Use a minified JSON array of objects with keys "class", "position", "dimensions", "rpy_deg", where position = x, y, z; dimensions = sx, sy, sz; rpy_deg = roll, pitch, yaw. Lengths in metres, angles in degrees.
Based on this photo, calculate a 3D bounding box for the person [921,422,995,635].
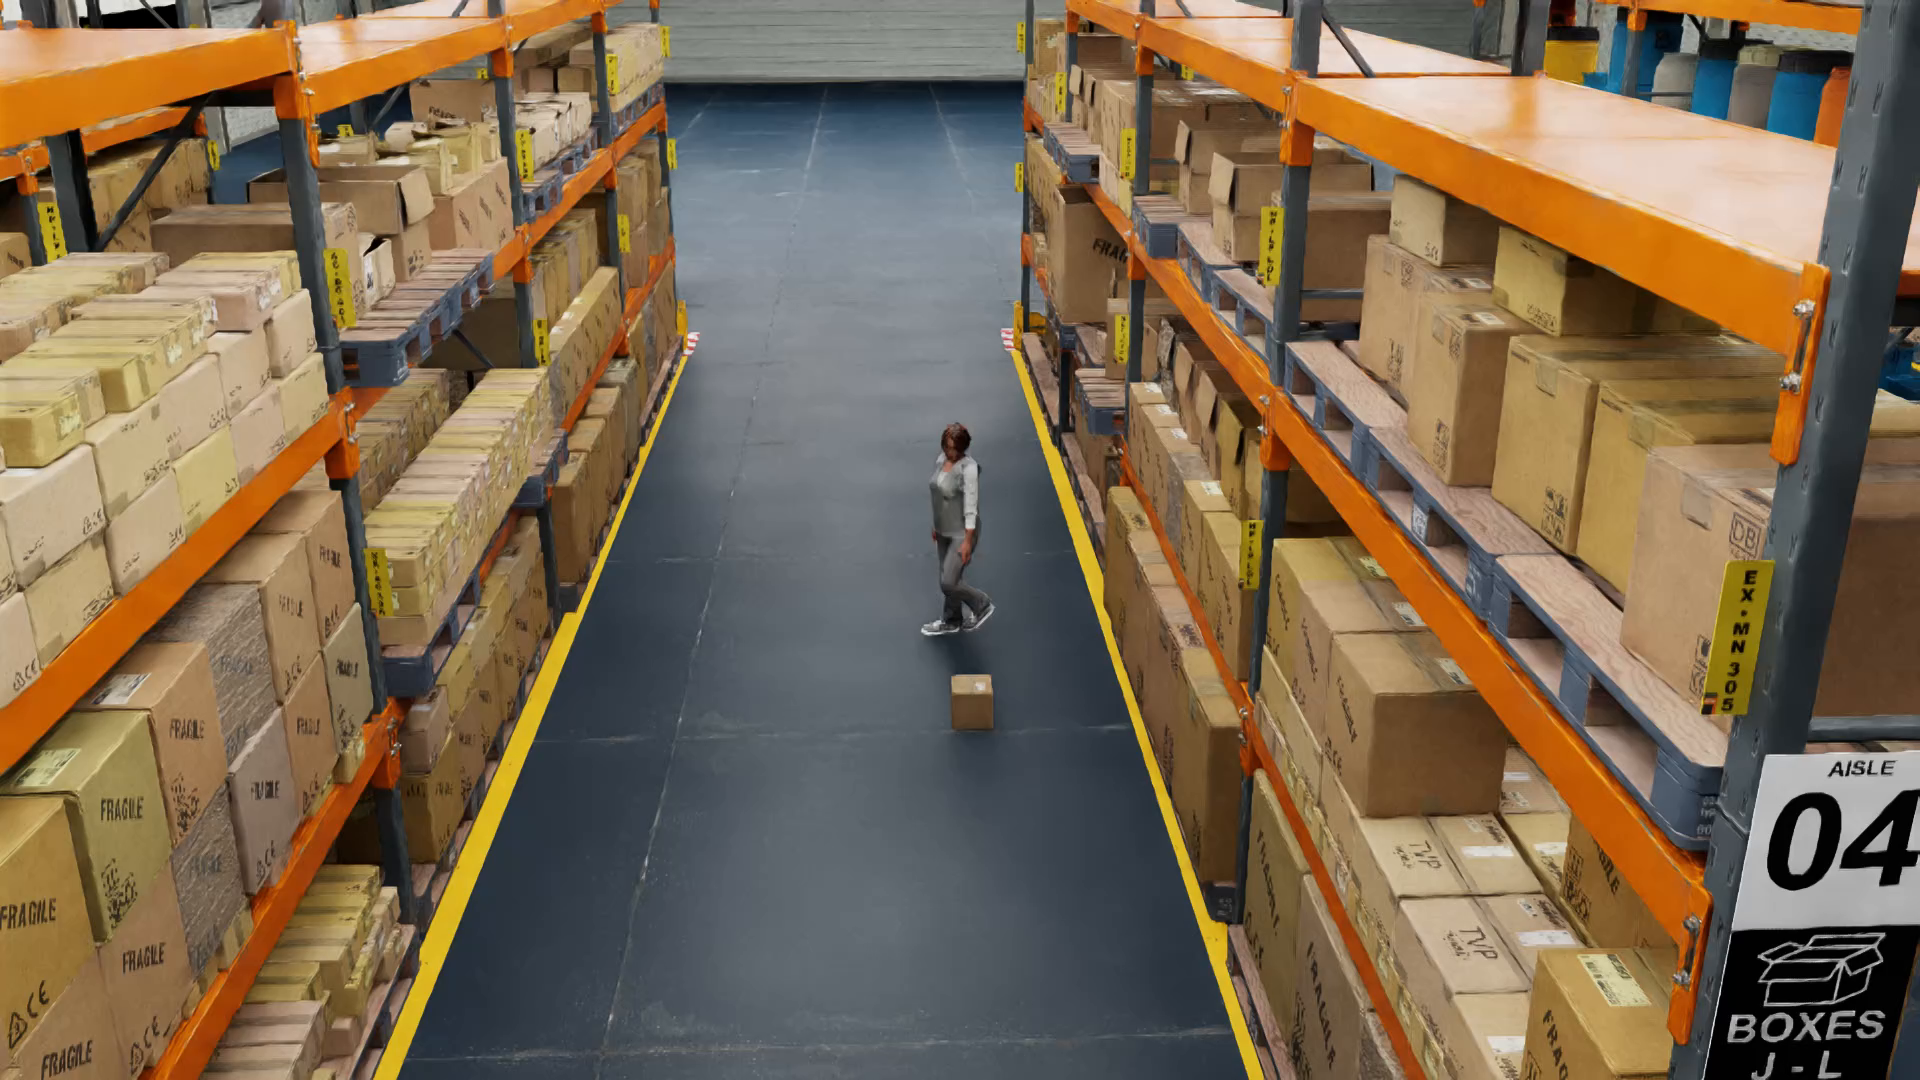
[{"class":"person","position":[0.009,-0.050,11.191],"dimensions":[0.452,1.584,0.511],"rpy_deg":[-12,24,-28]}]
